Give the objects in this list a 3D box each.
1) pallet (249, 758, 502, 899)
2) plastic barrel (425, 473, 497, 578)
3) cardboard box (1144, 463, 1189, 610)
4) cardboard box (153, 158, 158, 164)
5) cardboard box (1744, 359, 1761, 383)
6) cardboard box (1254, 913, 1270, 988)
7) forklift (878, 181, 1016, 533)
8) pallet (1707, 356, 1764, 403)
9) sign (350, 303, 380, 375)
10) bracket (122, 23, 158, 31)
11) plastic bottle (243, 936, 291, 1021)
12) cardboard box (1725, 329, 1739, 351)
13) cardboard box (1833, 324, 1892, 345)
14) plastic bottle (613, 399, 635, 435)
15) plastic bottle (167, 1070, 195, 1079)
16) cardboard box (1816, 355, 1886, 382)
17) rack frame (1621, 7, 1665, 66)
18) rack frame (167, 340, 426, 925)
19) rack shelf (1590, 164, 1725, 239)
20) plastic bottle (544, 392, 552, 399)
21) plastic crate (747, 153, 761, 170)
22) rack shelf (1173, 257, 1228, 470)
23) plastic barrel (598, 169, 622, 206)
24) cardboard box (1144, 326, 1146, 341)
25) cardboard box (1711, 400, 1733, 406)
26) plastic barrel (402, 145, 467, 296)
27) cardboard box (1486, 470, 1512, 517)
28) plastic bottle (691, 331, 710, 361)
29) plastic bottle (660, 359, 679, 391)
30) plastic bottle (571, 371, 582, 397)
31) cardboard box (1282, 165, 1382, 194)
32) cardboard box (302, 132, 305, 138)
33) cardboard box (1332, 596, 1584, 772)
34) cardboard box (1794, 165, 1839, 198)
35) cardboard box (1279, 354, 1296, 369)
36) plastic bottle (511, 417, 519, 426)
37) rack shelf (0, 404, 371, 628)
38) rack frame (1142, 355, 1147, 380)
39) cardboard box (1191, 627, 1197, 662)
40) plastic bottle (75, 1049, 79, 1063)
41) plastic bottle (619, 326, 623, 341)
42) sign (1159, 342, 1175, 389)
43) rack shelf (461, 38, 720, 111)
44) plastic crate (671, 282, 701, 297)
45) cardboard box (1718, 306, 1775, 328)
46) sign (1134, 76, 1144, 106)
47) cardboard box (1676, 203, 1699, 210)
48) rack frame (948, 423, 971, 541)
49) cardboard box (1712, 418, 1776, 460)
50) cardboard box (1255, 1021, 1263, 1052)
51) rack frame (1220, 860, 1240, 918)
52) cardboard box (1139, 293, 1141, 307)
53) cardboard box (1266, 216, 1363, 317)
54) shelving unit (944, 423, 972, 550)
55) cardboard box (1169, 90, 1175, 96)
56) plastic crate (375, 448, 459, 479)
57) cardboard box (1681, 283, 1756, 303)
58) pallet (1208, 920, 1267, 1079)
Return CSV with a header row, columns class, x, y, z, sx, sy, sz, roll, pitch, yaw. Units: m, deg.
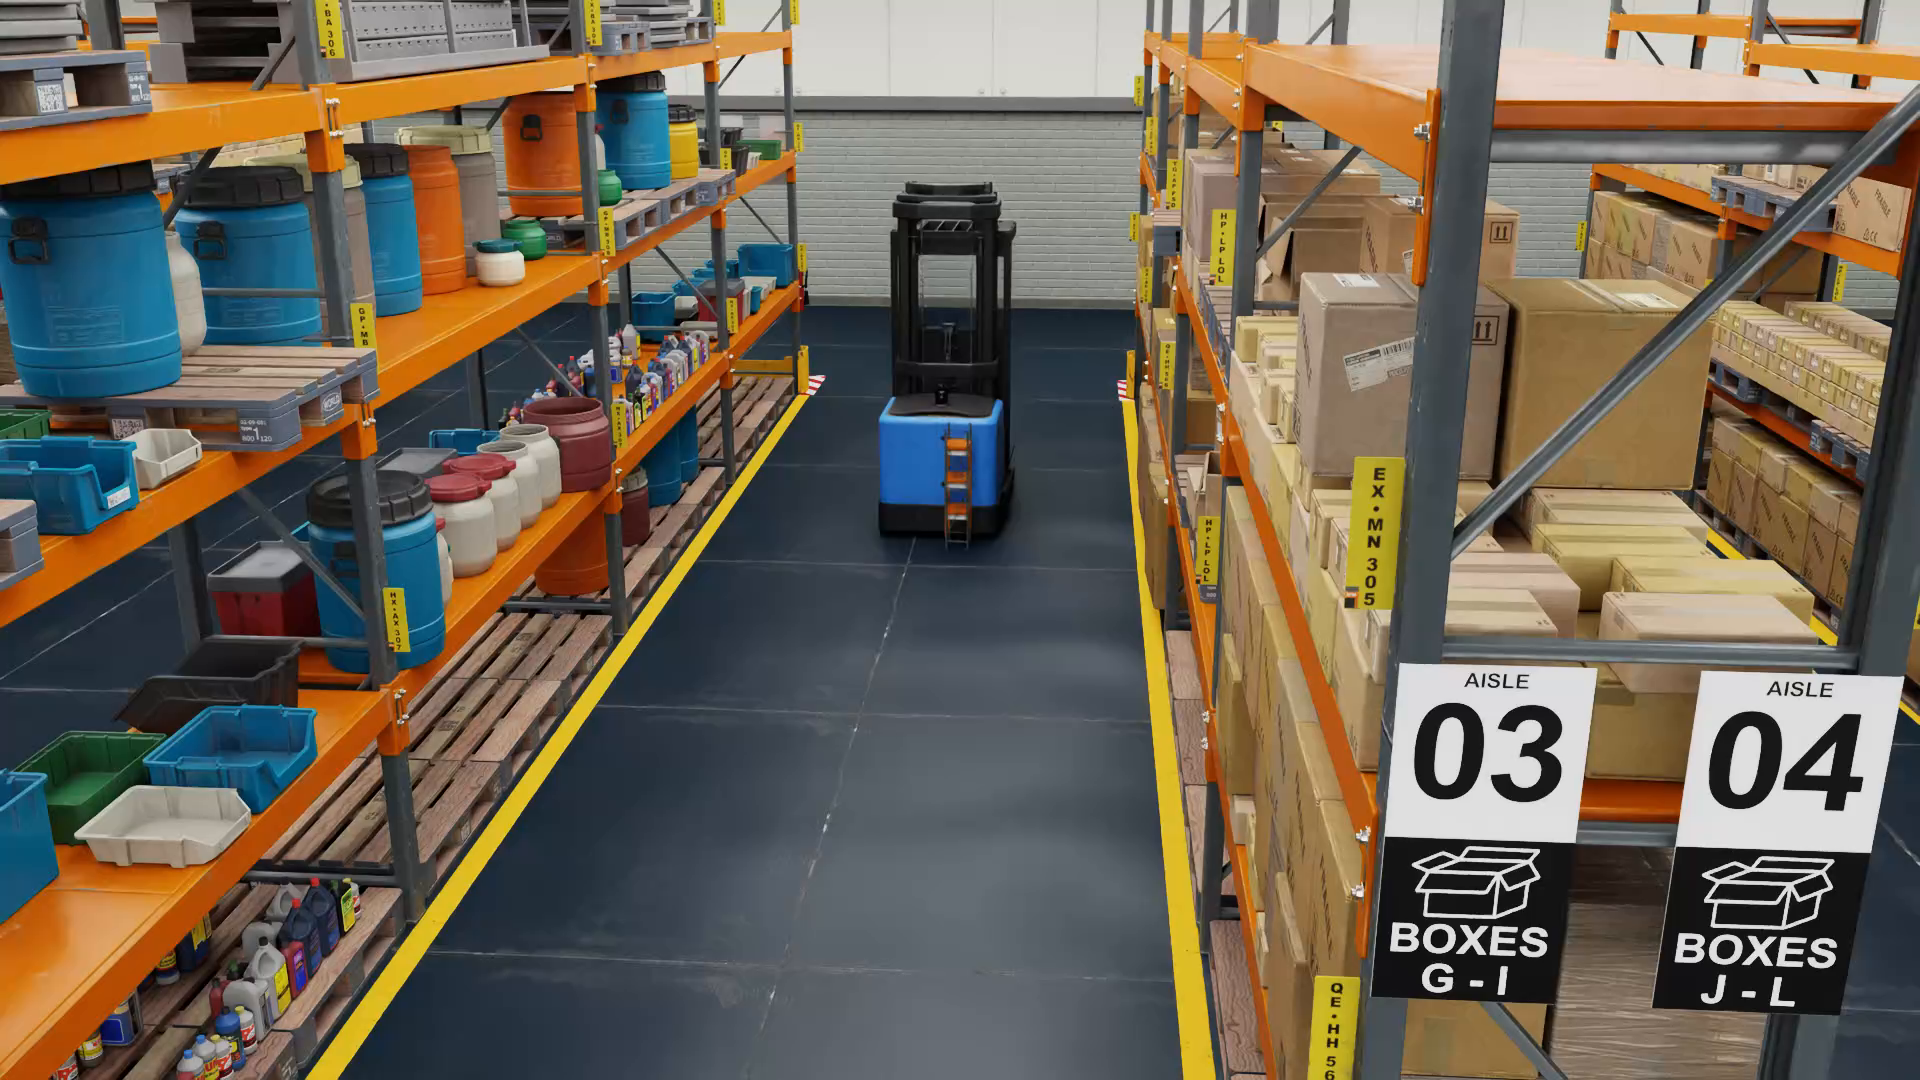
class,x,y,z,sx,sy,sz,roll,pitch,yaw
pallet,-3.237,1.581,9.260,1.003,0.211,1.213,1,18,4
plastic barrel,-2.915,-0.084,9.645,0.433,0.535,0.433,0,18,0
cardboard box,2.043,-0.035,12.451,1.225,0.875,0.875,0,18,1
cardboard box,-7.852,-3.607,16.037,0.500,0.250,0.500,1,18,4
cardboard box,6.639,-1.379,13.543,0.380,0.149,0.250,0,18,1
cardboard box,1.216,1.411,5.702,0.380,0.149,0.250,1,18,4
forklift,-0.057,-1.865,15.409,1.130,2.935,3.031,2,18,5
pallet,6.999,-1.406,14.205,1.003,0.211,1.213,1,18,4
sign,-2.707,-0.914,7.562,0.100,0.325,0.005,1,18,4
bracket,-7.478,-5.292,17.054,0.831,0.071,3.687,1,18,4
plastic bottle,-3.050,1.917,7.304,0.144,0.351,0.185,1,18,4
cardboard box,6.678,-1.680,13.985,0.380,0.149,0.250,2,18,5
cardboard box,7.287,-1.644,13.396,0.380,0.149,0.250,1,18,2
plastic bottle,-2.581,-0.954,12.716,0.152,0.276,0.135,1,18,4
plastic bottle,-3.066,2.198,6.552,0.061,0.283,0.133,2,18,5
cardboard box,6.545,-1.257,12.215,0.380,0.149,0.250,2,18,6
rack frame,7.483,-5.825,17.748,0.949,2.616,0.053,1,18,4
rack frame,-3.254,0.500,8.078,1.000,3.000,0.127,1,18,4
rack shelf,7.343,-3.436,16.431,1.077,0.370,4.000,1,18,4
plastic bottle,-3.279,-1.071,13.194,0.097,0.201,0.097,0,18,0
plastic crate,-2.295,-3.879,17.051,0.437,0.136,0.530,1,18,4
rack shelf,1.829,-1.094,9.282,1.077,0.370,4.000,1,18,4
plastic barrel,-2.662,-2.617,12.350,0.294,0.245,0.294,0,18,0
cardboard box,1.991,-2.016,16.161,0.380,0.149,0.250,1,18,3
cardboard box,7.574,-1.284,16.473,0.380,0.149,0.250,2,18,5
plastic barrel,-3.290,-1.918,9.952,0.600,0.830,0.708,1,18,4
cardboard box,1.777,-0.174,4.920,0.380,0.149,0.250,0,18,1
plastic bottle,-2.387,-1.796,15.285,0.152,0.276,0.135,1,18,4
plastic bottle,-2.475,-1.412,14.113,0.152,0.276,0.135,1,18,4
plastic bottle,-3.125,-1.231,13.549,0.061,0.283,0.133,1,18,4
cardboard box,2.111,-1.875,9.548,0.500,0.500,0.500,2,18,5
cardboard box,-7.192,-4.454,17.820,0.500,0.250,0.500,1,18,4
cardboard box,1.180,0.344,3.980,0.500,0.250,0.500,2,18,5
cardboard box,6.958,-2.929,12.886,0.797,0.503,0.637,1,18,3
cardboard box,1.389,-0.593,6.200,0.380,0.149,0.250,2,18,6
plastic bottle,-3.338,-0.818,12.421,0.097,0.201,0.097,0,18,0
rack shelf,-3.398,0.038,5.828,1.077,0.370,4.000,1,18,4
rack frame,2.549,-3.116,19.115,0.949,2.616,0.053,1,18,4
cardboard box,1.944,0.556,11.217,0.700,0.500,0.500,0,18,1
plastic bottle,-3.784,2.040,6.927,0.144,0.351,0.185,2,18,6
plastic bottle,-3.133,-1.824,15.361,0.061,0.283,0.133,1,18,4
sign,1.419,-1.193,11.387,0.100,0.325,0.005,1,18,4
rack shelf,-2.824,-3.682,13.006,1.077,0.370,4.000,1,18,4
plastic crate,-2.856,-2.604,17.725,0.416,0.233,0.300,1,18,4
cardboard box,6.698,-1.896,14.164,0.380,0.149,0.250,2,18,5
sign,1.993,-5.009,18.543,0.100,0.325,0.005,1,18,4
cardboard box,7.637,-3.171,17.039,0.500,0.500,0.500,2,18,7
rack frame,-0.003,-0.493,14.240,0.200,1.050,0.008,2,18,5
cardboard box,6.883,-0.876,14.415,0.500,0.250,0.500,0,18,1
cardboard box,1.584,1.901,7.145,0.500,0.500,0.500,7,20,21
rack frame,1.689,0.611,7.741,0.949,2.616,0.053,1,18,4
cardboard box,2.120,-2.574,17.866,0.380,0.149,0.250,1,18,3
cardboard box,1.818,-1.207,7.631,0.797,0.503,0.637,0,18,1
shelving unit,-0.015,-0.455,14.125,0.215,1.050,0.252,2,18,5
cardboard box,2.413,-4.340,17.036,0.700,0.500,0.500,0,18,0
plastic crate,-3.389,-0.277,10.349,0.402,0.464,0.583,1,18,4
cardboard box,6.952,-2.077,15.306,0.500,0.500,0.500,1,18,4
pallet,1.673,2.146,7.536,1.003,0.211,1.213,1,18,4
